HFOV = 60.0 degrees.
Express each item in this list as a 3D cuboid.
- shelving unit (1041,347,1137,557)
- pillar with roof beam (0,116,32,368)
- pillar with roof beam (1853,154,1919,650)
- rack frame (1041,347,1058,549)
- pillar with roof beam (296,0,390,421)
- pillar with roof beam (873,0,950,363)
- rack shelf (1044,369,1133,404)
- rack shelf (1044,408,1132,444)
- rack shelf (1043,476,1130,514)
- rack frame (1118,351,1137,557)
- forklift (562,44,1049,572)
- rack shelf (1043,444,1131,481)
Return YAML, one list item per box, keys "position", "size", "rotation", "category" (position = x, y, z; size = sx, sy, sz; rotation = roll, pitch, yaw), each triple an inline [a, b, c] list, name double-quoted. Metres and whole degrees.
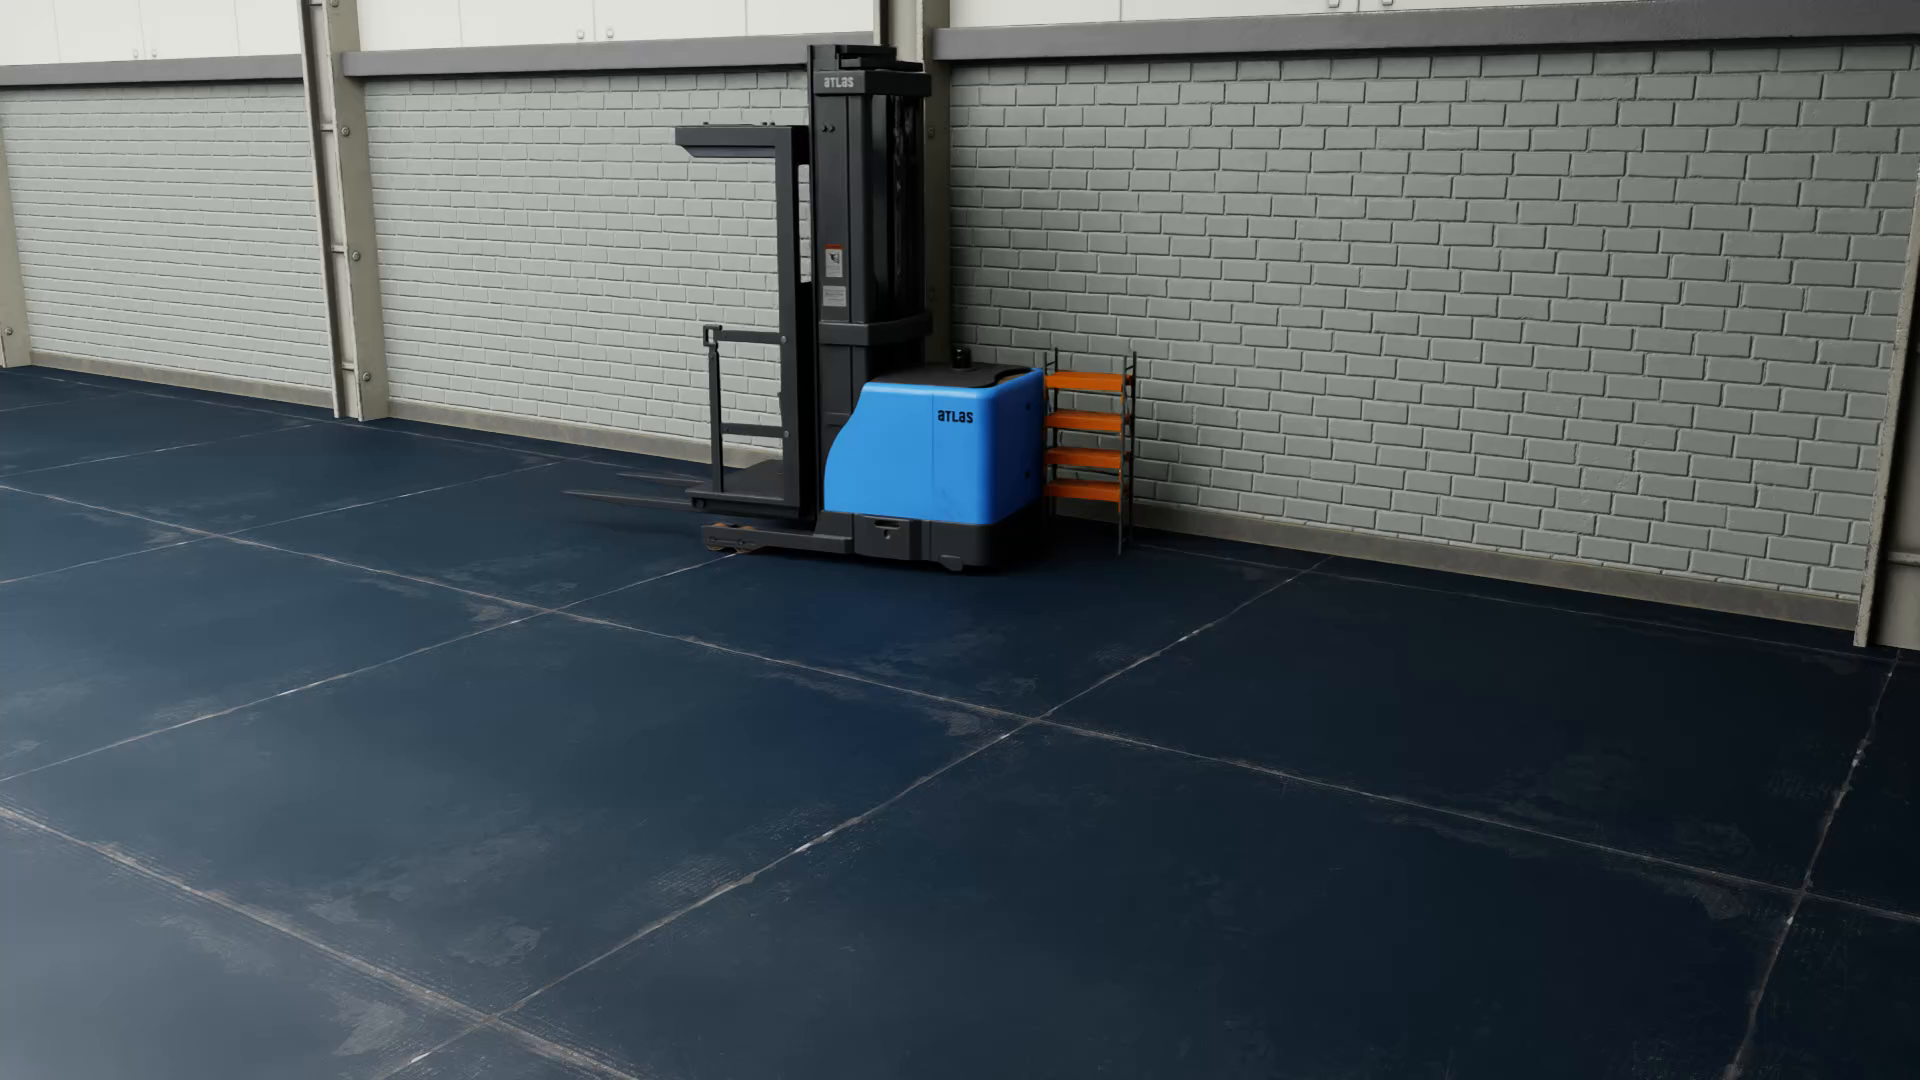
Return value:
- position: [0.769, -0.531, 9.971]
  size: [0.503, 1.200, 0.258]
  rotation: [5, 15, 21]
  category: "shelving unit"
- position: [-12.672, -5.407, 13.438]
  size: [0.400, 9.000, 9.100]
  rotation: [9, 17, 33]
  category: "pillar with roof beam"
- position: [2.263, -2.993, 3.687]
  size: [0.400, 9.000, 9.100]
  rotation: [9, 17, 33]
  category: "pillar with roof beam"
- position: [0.542, -0.553, 10.058]
  size: [0.015, 1.200, 0.240]
  rotation: [5, 15, 21]
  category: "rack frame"
- position: [-7.694, -4.602, 10.188]
  size: [0.400, 9.000, 9.100]
  rotation: [9, 17, 33]
  category: "pillar with roof beam"
- position: [-2.715, -3.798, 6.937]
  size: [0.400, 9.000, 9.100]
  rotation: [9, 17, 33]
  category: "pillar with roof beam"
- position: [0.769, -0.912, 9.877]
  size: [0.480, 0.148, 0.258]
  rotation: [5, 15, 21]
  category: "rack shelf"
- position: [0.769, -0.683, 9.934]
  size: [0.480, 0.148, 0.258]
  rotation: [5, 15, 21]
  category: "rack shelf"
- position: [0.769, -0.273, 10.035]
  size: [0.480, 0.148, 0.258]
  rotation: [5, 15, 21]
  category: "rack shelf"
- position: [0.996, -0.509, 9.884]
  size: [0.015, 1.200, 0.240]
  rotation: [5, 15, 21]
  category: "rack frame"
- position: [-1.019, -1.449, 10.078]
  size: [3.031, 2.935, 1.130]
  rotation: [6, 15, 21]
  category: "forklift"
- position: [0.769, -0.466, 9.987]
  size: [0.480, 0.148, 0.258]
  rotation: [5, 15, 21]
  category: "rack shelf"
